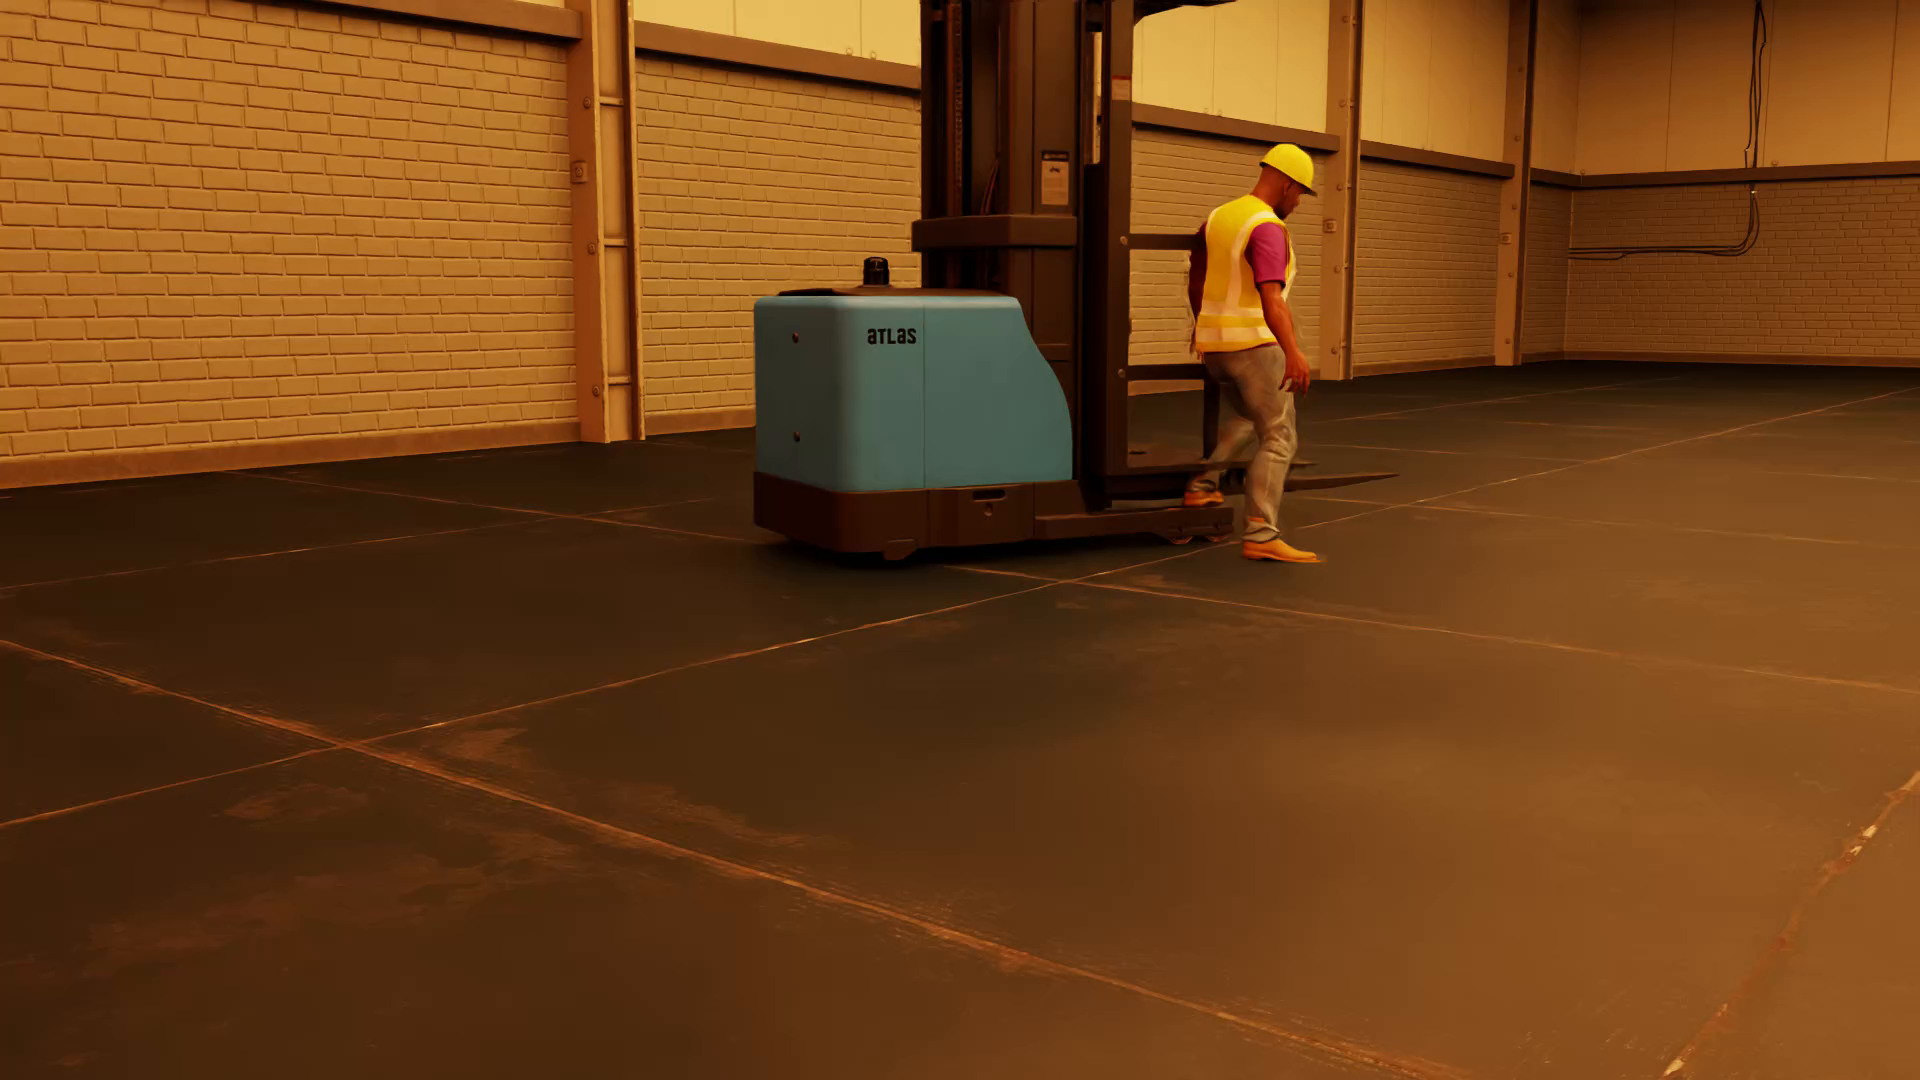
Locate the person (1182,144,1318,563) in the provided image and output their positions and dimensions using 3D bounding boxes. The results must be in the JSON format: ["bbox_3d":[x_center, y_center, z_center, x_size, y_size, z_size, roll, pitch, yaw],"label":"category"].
[{"bbox_3d":[1.263,-0.801,7.063,0.449,1.716,0.980,-3,9,-20],"label":"person"}]

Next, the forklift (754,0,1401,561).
[{"bbox_3d":[0.638,-1.490,7.466,3.031,2.935,1.130,-4,9,-27],"label":"forklift"}]
